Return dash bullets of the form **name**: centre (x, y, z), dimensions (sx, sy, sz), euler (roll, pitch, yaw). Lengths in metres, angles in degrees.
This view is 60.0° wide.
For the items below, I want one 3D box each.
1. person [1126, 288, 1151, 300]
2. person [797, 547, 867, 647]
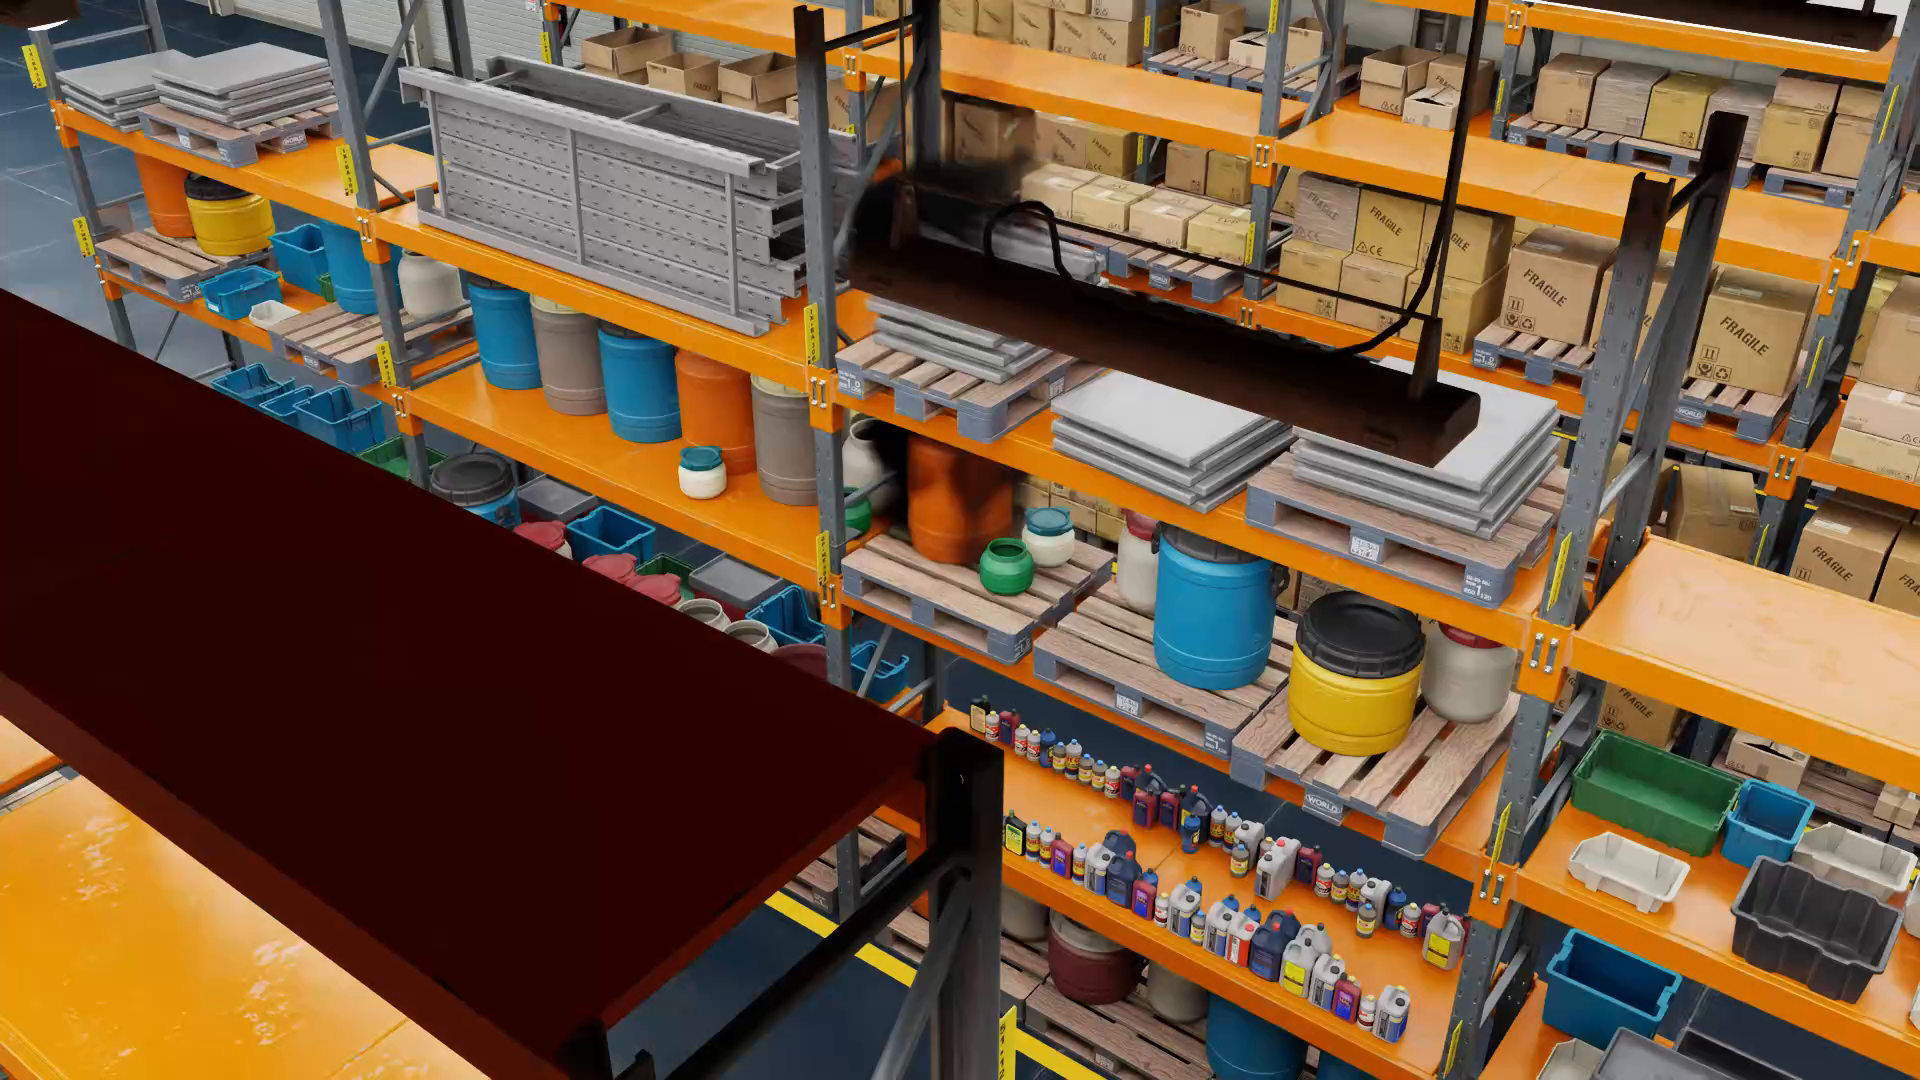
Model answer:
- **person**: centre (1.734, -1.876, 16.791), dimensions (0.875, 1.640, 0.593), euler (20, 37, 29)
- **person**: centre (-0.888, 0.633, 12.612), dimensions (0.781, 1.784, 0.638), euler (17, 35, 26)
